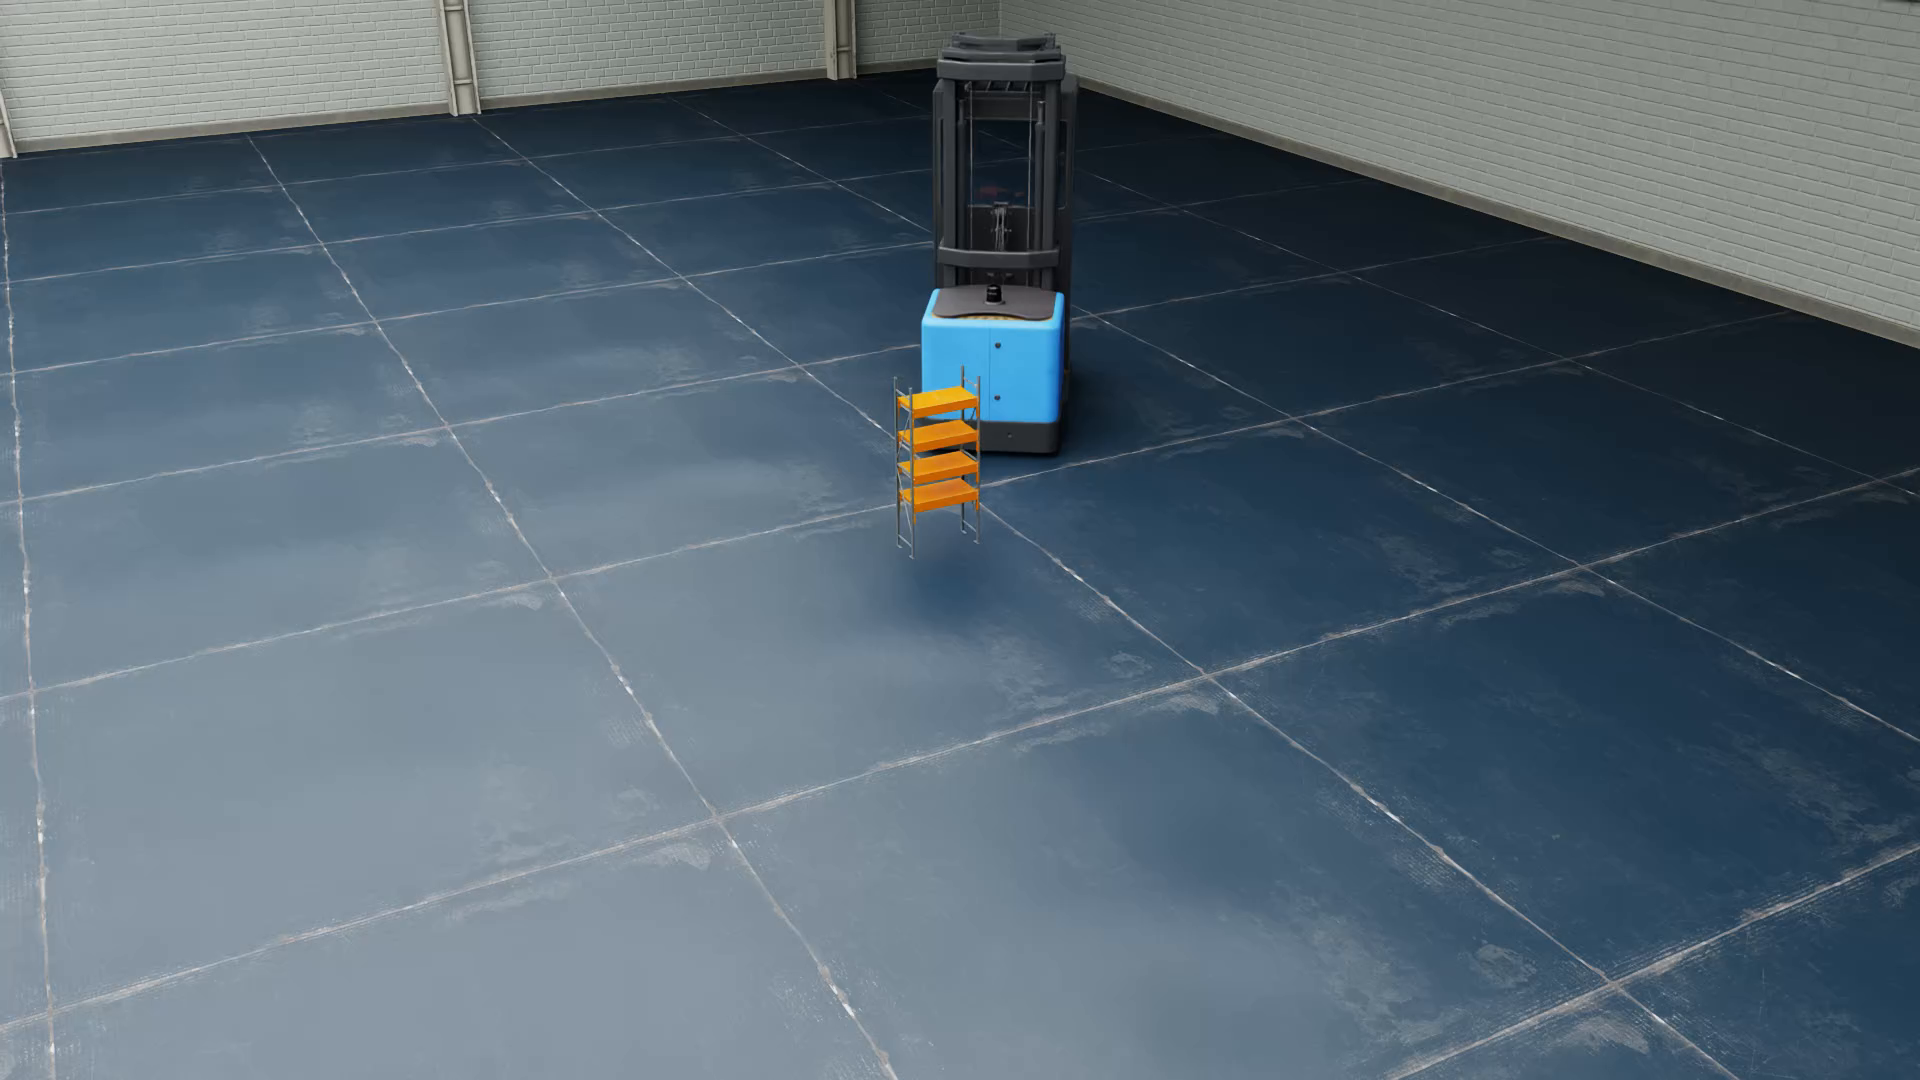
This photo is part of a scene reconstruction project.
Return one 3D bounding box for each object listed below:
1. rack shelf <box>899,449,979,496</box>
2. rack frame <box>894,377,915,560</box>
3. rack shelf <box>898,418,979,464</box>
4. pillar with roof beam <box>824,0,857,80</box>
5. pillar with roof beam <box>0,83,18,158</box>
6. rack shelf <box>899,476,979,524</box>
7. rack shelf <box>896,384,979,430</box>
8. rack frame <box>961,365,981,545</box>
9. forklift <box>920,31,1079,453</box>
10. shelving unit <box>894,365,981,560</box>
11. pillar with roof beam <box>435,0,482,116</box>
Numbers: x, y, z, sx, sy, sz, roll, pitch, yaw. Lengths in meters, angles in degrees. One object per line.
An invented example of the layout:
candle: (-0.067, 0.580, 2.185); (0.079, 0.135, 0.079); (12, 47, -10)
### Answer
rack shelf: (-0.146, -0.447, 10.949); (0.480, 0.148, 0.258); (-13, 29, -25)
rack frame: (-0.361, -0.457, 10.817); (0.015, 1.200, 0.240); (-13, 29, -25)
rack shelf: (-0.146, -0.648, 10.852); (0.480, 0.148, 0.258); (-13, 29, -25)
pillar with roof beam: (0.126, -9.846, 21.359); (0.400, 9.000, 9.100); (-13, 29, -25)
pillar with roof beam: (-10.463, -7.402, 16.269); (0.400, 9.000, 9.100); (-13, 29, -25)
rack shelf: (-0.146, -0.268, 11.035); (0.480, 0.148, 0.258); (-13, 29, -25)
rack shelf: (-0.146, -0.861, 10.750); (0.480, 0.148, 0.258); (-13, 29, -25)
rack frame: (0.069, -0.557, 11.024); (0.015, 1.200, 0.240); (-13, 29, -25)
forklift: (0.361, -2.576, 13.230); (1.130, 2.935, 3.031); (2, 26, 5)
shelving unit: (-0.146, -0.507, 10.920); (0.503, 1.200, 0.258); (-13, 29, -25)
pillar with roof beam: (-5.168, -8.624, 18.814); (0.400, 9.000, 9.100); (-13, 29, -25)
